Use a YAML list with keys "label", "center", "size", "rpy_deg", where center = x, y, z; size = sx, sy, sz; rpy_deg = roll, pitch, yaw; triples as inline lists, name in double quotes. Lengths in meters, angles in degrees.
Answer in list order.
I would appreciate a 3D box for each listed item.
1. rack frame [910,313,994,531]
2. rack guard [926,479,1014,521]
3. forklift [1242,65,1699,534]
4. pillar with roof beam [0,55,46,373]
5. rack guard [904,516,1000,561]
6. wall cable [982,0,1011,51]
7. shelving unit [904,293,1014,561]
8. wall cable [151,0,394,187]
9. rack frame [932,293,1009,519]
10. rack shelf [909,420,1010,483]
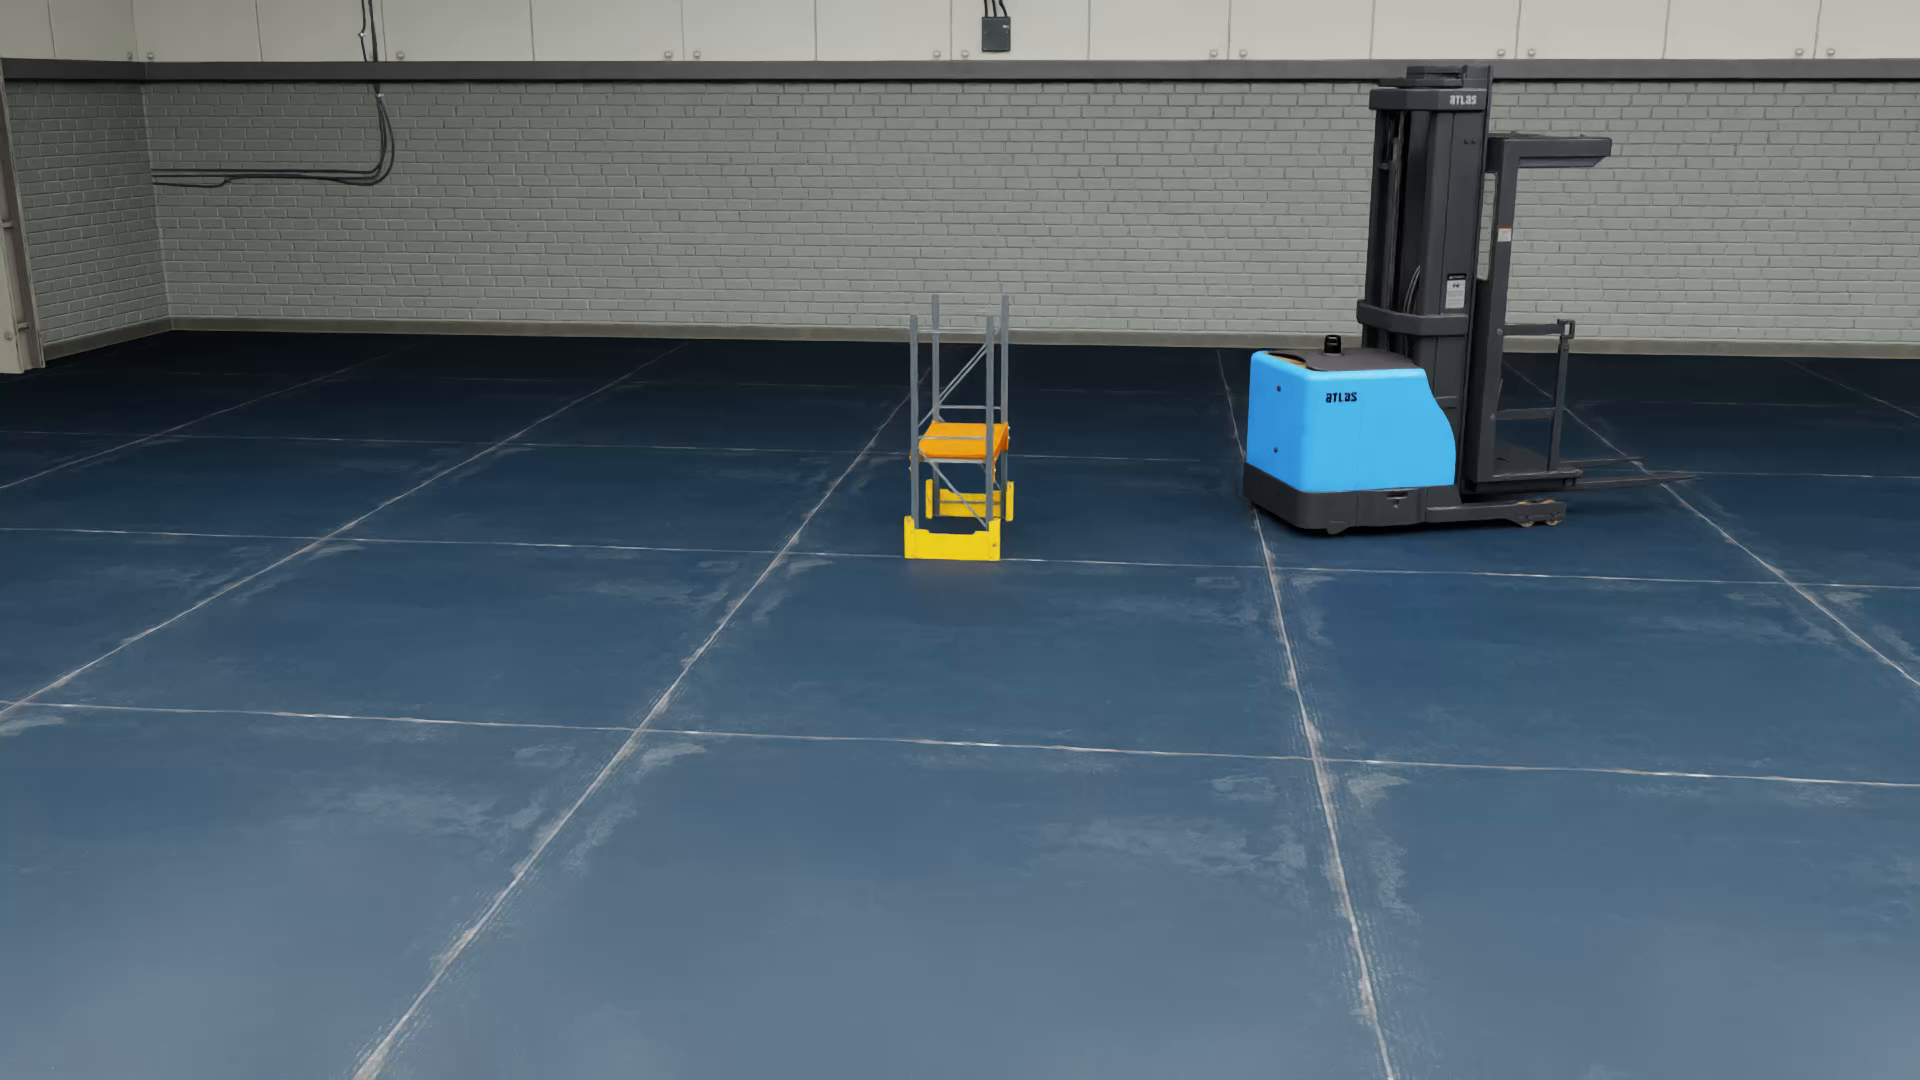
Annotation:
- label: "rack frame"
  center: [-0.048, -0.614, 10.061]
  size: [0.500, 1.500, 0.032]
  rpy_deg: [2, 15, 6]
- label: "rack guard"
  center: [0.065, -0.270, 11.180]
  size: [0.587, 0.250, 0.087]
  rpy_deg: [2, 15, 6]
- label: "forklift"
  center: [3.533, -1.633, 11.086]
  size: [3.031, 2.935, 1.130]
  rpy_deg: [-4, 16, -13]
- label: "pillar with roof beam"
  center: [-5.415, -5.970, 15.499]
  size: [9.100, 9.000, 0.400]
  rpy_deg: [2, 15, 6]
- label: "rack guard"
  center: [-0.048, -0.011, 10.225]
  size: [0.587, 0.250, 0.087]
  rpy_deg: [2, 15, 6]
- label: "wall cable"
  center: [1.385, -8.179, 17.156]
  size: [2.305, 6.003, 0.169]
  rpy_deg: [2, 15, 6]
- label: "shelving unit"
  center: [0.009, -0.744, 10.539]
  size: [0.587, 1.500, 1.083]
  rpy_deg: [2, 15, 6]
- label: "wall cable"
  center: [-8.046, -5.323, 19.055]
  size: [3.097, 2.526, 0.112]
  rpy_deg: [2, 15, 6]
- label: "rack frame"
  center: [0.067, -0.878, 11.036]
  size: [0.500, 1.500, 0.032]
  rpy_deg: [2, 15, 6]
- label: "rack shelf"
  center: [0.010, -0.572, 10.595]
  size: [0.538, 0.185, 1.000]
  rpy_deg: [2, 15, 6]
